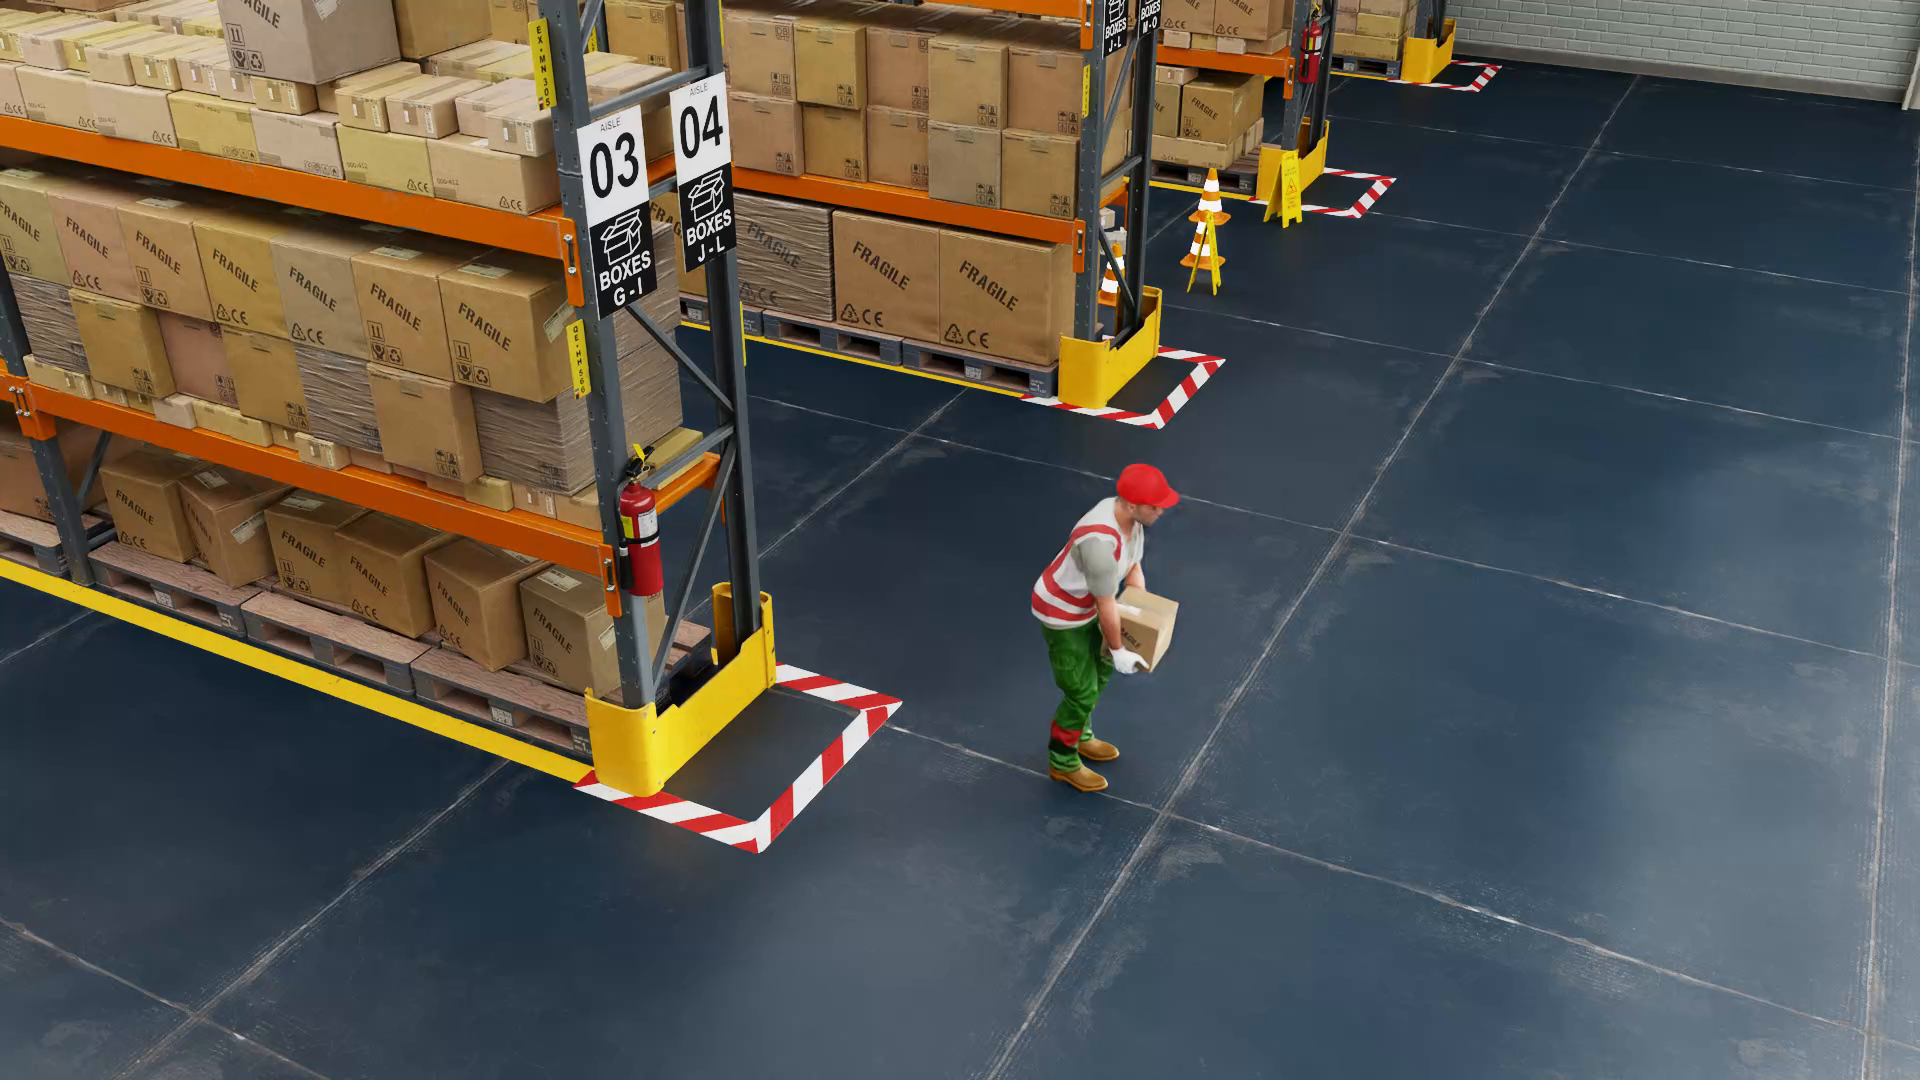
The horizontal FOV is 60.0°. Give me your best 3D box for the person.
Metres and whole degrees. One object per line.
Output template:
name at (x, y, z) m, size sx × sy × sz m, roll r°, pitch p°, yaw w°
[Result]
person at (0.657, 0.382, 7.688) m, size 0.637 × 1.702 × 0.483 m, roll 14°, pitch 33°, yaw 22°
